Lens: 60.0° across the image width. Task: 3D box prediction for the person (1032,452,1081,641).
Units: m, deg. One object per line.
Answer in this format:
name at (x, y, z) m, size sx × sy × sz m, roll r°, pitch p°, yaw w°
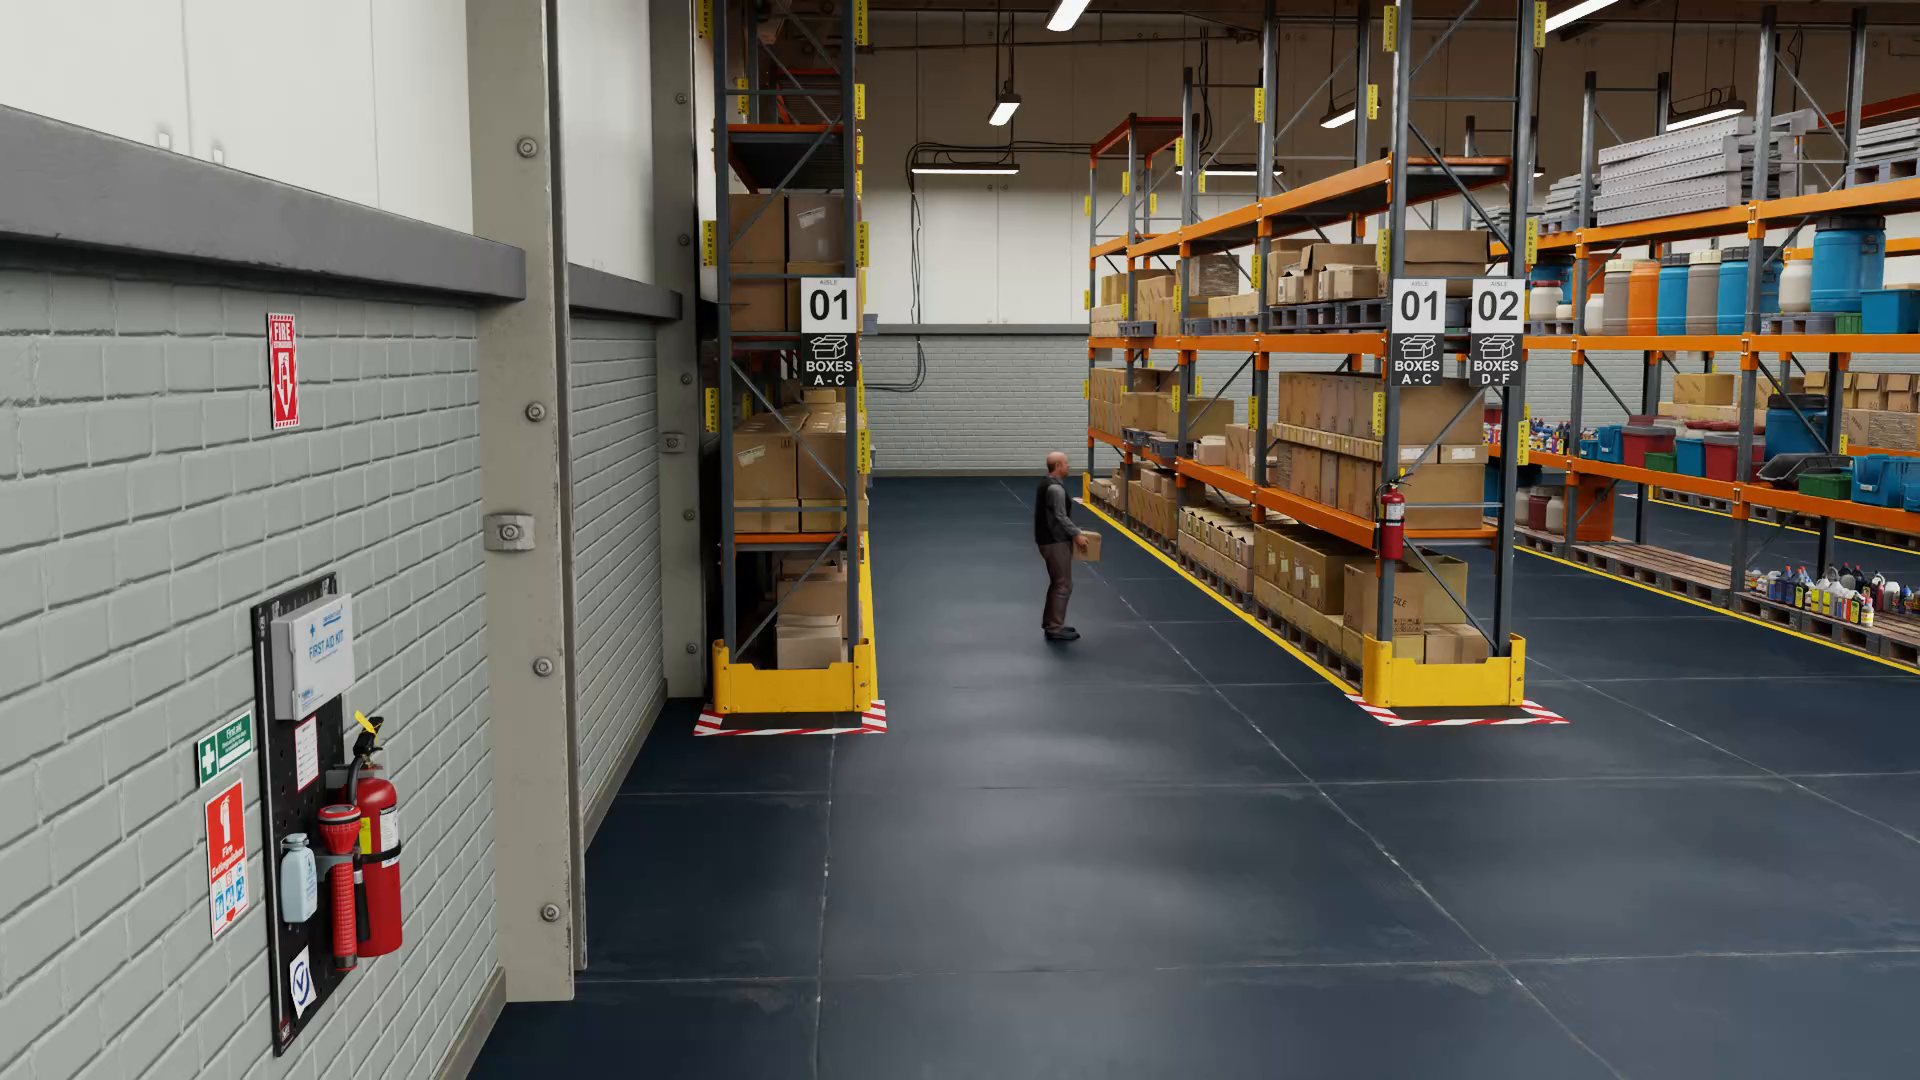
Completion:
person at (0.891, 0.096, 15.472) m, size 0.423 × 1.618 × 0.589 m, roll -1°, pitch 7°, yaw -7°
